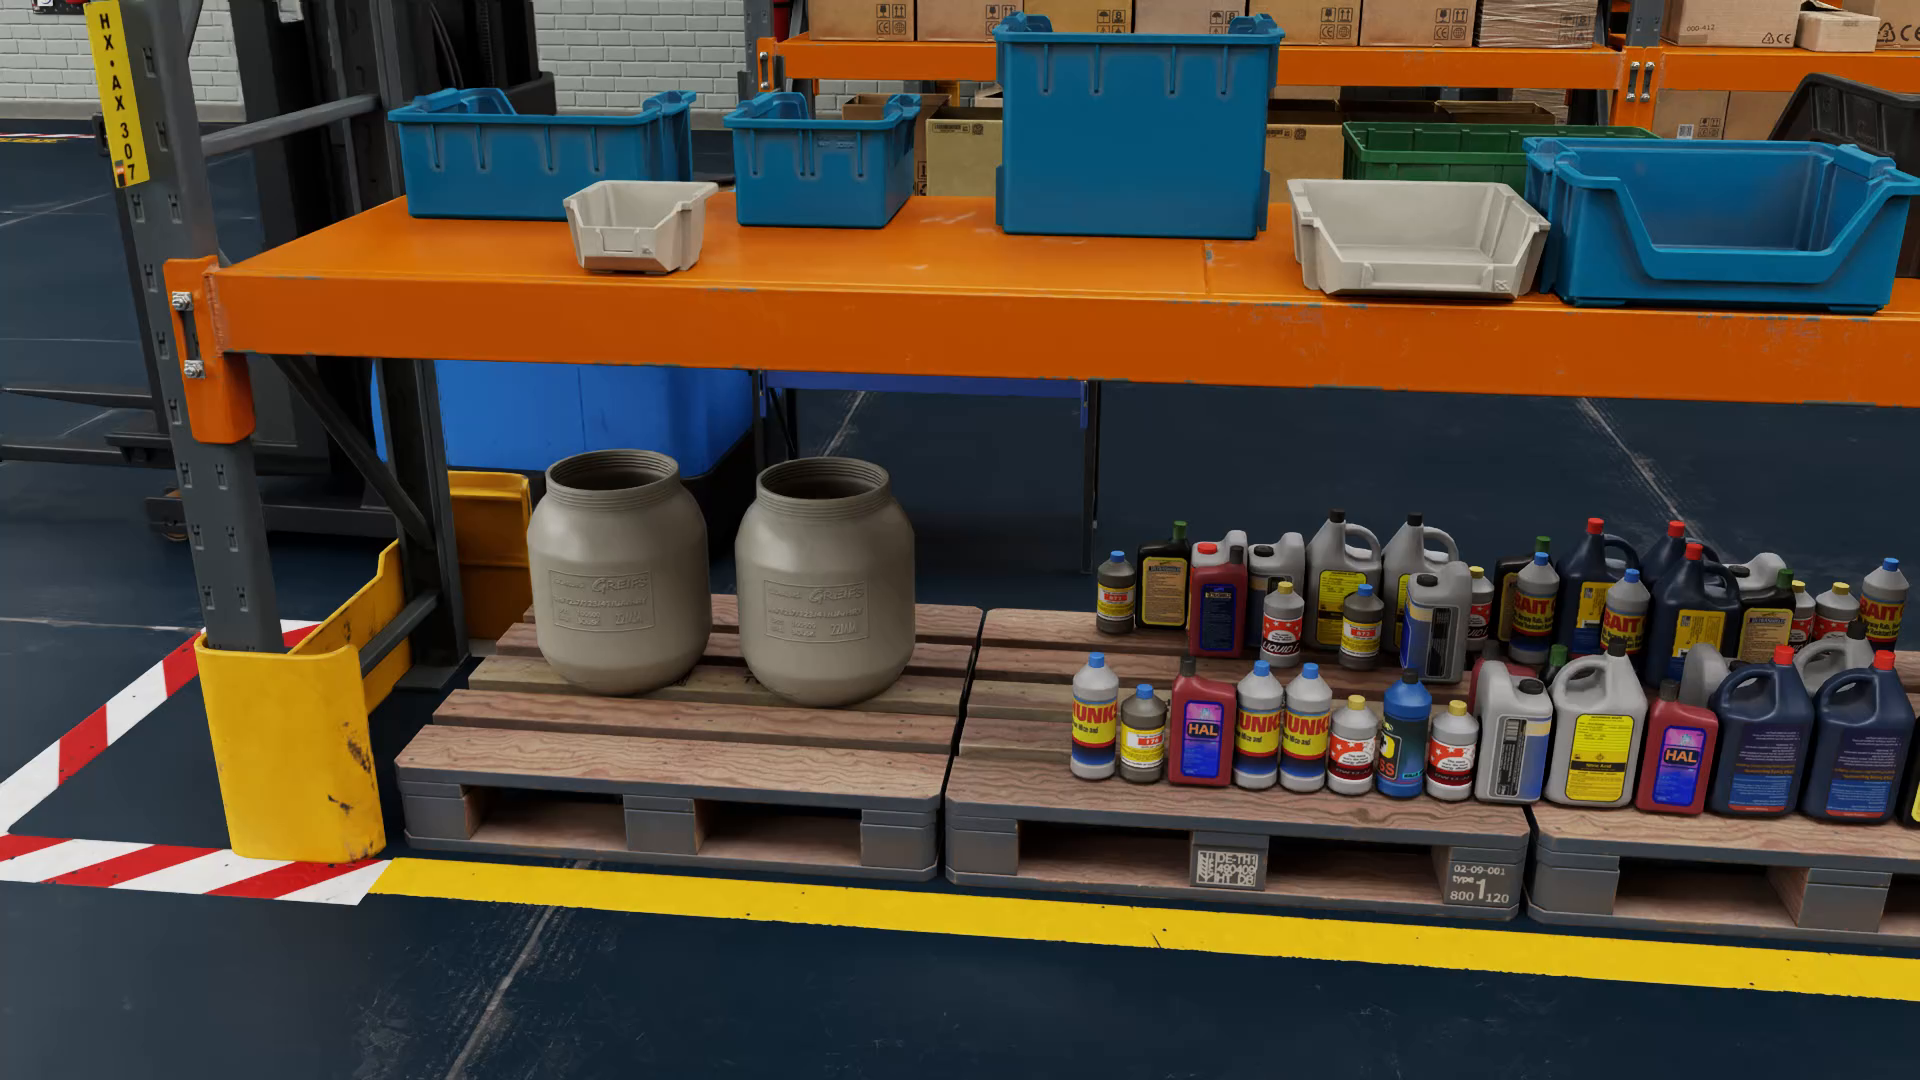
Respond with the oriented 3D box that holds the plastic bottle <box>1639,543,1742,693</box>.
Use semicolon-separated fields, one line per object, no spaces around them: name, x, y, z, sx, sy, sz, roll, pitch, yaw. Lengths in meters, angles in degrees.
plastic bottle;1.726;0.178;3.915;0.185;0.351;0.144;2;22;6

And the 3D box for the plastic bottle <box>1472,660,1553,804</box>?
plastic bottle;1.150;0.393;3.473;0.135;0.276;0.152;3;22;7

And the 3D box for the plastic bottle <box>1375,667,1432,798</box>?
plastic bottle;0.928;0.395;3.473;0.097;0.271;0.097;0;22;0

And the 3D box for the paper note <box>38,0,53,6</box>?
paper note;-8.089;-4.795;14.687;0.142;0.148;0.016;2;22;6

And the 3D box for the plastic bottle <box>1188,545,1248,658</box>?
plastic bottle;0.634;0.149;4.080;0.133;0.283;0.061;2;22;6

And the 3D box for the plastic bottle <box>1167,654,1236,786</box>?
plastic bottle;0.510;0.378;3.499;0.133;0.283;0.061;3;22;7

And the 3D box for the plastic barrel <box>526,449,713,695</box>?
plastic barrel;-0.814;0.073;3.987;0.421;0.512;0.421;0;22;0

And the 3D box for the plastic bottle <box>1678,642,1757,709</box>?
plastic bottle;1.624;0.360;3.556;0.135;0.276;0.152;2;22;6

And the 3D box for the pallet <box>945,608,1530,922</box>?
pallet;0.619;0.485;3.927;1.213;0.211;1.003;2;22;6

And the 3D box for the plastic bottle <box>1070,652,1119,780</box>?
plastic bottle;0.287;0.367;3.543;0.097;0.271;0.097;0;22;0

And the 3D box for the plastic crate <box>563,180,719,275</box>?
plastic crate;-0.625;-0.610;3.262;0.250;0.136;0.298;2;22;6

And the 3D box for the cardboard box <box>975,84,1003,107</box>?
cardboard box;0.366;-3.398;13.012;0.500;0.311;0.500;0;22;0

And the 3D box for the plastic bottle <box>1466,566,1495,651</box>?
plastic bottle;1.277;0.165;4.149;0.097;0.201;0.097;0;22;0

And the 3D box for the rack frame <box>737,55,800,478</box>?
rack frame;-0.590;-0.723;5.229;0.032;1.500;0.500;2;22;6

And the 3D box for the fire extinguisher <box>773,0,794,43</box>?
fire extinguisher;-0.952;-2.836;8.639;0.183;0.674;0.296;2;22;6

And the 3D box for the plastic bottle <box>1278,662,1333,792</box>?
plastic bottle;0.727;0.387;3.495;0.097;0.271;0.097;0;22;0

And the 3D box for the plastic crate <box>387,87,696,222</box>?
plastic crate;-0.944;-0.907;3.858;0.616;0.251;0.499;2;22;6

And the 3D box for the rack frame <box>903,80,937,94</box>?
rack frame;-0.310;-4.506;12.758;0.127;3.000;1.000;2;22;6

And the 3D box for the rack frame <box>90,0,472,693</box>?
rack frame;-1.476;-0.889;3.609;0.127;3.000;1.000;2;22;6

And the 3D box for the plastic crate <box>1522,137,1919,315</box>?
plastic crate;1.365;-0.596;3.069;0.616;0.251;0.499;2;22;6

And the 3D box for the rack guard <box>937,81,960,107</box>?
rack guard;-0.235;-3.340;13.209;0.348;0.500;1.175;2;22;6

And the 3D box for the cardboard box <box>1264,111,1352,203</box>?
cardboard box;1.604;-1.776;8.001;0.500;0.500;0.500;2;22;6

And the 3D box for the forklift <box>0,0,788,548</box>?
forklift;-2.184;-1.533;5.331;3.031;2.935;1.130;4;22;9

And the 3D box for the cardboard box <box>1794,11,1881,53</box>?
cardboard box;3.938;-2.294;7.505;0.250;0.149;0.380;2;22;6

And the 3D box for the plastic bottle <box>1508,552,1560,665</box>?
plastic bottle;1.405;0.161;4.065;0.097;0.271;0.097;0;22;0

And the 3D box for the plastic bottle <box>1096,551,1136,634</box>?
plastic bottle;0.399;0.127;4.246;0.097;0.201;0.097;0;22;0

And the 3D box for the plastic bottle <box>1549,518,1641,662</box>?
plastic bottle;1.556;0.117;4.069;0.185;0.351;0.144;2;22;4

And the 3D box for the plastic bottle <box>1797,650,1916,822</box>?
plastic bottle;1.822;0.389;3.381;0.185;0.351;0.144;2;22;5

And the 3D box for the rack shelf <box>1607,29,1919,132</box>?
rack shelf;5.069;-2.103;7.658;4.000;0.370;1.077;2;22;6

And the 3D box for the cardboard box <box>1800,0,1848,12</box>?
cardboard box;3.977;-2.491;7.843;0.258;0.266;0.396;2;22;5

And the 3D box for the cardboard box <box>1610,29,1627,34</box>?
cardboard box;4.832;-3.680;12.451;0.500;0.250;0.500;2;22;5

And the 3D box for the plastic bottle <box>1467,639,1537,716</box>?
plastic bottle;1.162;0.350;3.570;0.133;0.283;0.061;2;22;6

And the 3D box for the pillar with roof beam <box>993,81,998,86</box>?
pillar with roof beam;-0.020;-6.010;8.401;0.400;9.000;9.100;2;22;6

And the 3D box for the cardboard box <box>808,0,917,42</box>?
cardboard box;-0.428;-2.719;8.101;0.500;0.500;0.700;3;22;6

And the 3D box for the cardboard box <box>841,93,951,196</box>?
cardboard box;-0.322;-2.048;8.689;0.500;0.500;0.500;2;22;6

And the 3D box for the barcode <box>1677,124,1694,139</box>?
barcode;3.287;-1.850;7.535;0.075;0.075;0.001;2;22;6

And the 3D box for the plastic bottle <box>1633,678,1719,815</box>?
plastic bottle;1.465;0.420;3.394;0.133;0.283;0.061;4;22;10

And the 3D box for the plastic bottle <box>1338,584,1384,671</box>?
plastic bottle;0.978;0.206;4.047;0.097;0.201;0.097;0;22;0

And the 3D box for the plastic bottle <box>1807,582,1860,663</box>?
plastic bottle;2.130;0.203;4.055;0.097;0.201;0.097;0;22;0

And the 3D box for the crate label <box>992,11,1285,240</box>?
crate label;0.383;-0.925;3.650;0.616;0.435;0.502;2;22;6

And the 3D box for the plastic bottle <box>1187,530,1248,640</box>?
plastic bottle;0.646;0.113;4.180;0.135;0.276;0.152;3;22;7

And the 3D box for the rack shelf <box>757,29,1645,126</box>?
rack shelf;1.096;-2.276;8.096;4.000;0.370;1.077;2;22;6

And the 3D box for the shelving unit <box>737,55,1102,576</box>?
shelving unit;-0.085;-0.701;5.173;1.048;1.500;0.538;2;22;6

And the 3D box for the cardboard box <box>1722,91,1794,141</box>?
cardboard box;5.918;-3.290;12.484;0.500;0.500;0.700;2;22;6

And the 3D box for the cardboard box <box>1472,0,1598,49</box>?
cardboard box;2.641;-2.588;7.769;0.500;0.500;0.700;2;22;5

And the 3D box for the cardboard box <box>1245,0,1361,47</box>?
cardboard box;1.619;-2.631;7.880;0.500;0.500;0.700;3;22;7

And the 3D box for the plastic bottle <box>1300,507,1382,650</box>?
plastic bottle;0.949;0.090;4.136;0.185;0.351;0.144;3;22;9

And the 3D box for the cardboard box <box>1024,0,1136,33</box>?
cardboard box;0.587;-2.674;7.989;0.500;0.500;0.700;3;22;7

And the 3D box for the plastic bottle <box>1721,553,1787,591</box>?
plastic bottle;1.907;0.168;4.041;0.135;0.276;0.152;3;22;8

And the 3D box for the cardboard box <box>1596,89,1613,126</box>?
cardboard box;4.914;-3.345;12.623;0.500;0.500;0.700;2;22;5

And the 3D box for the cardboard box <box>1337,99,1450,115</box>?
cardboard box;2.161;-1.943;8.423;0.500;0.500;0.500;2;22;6
